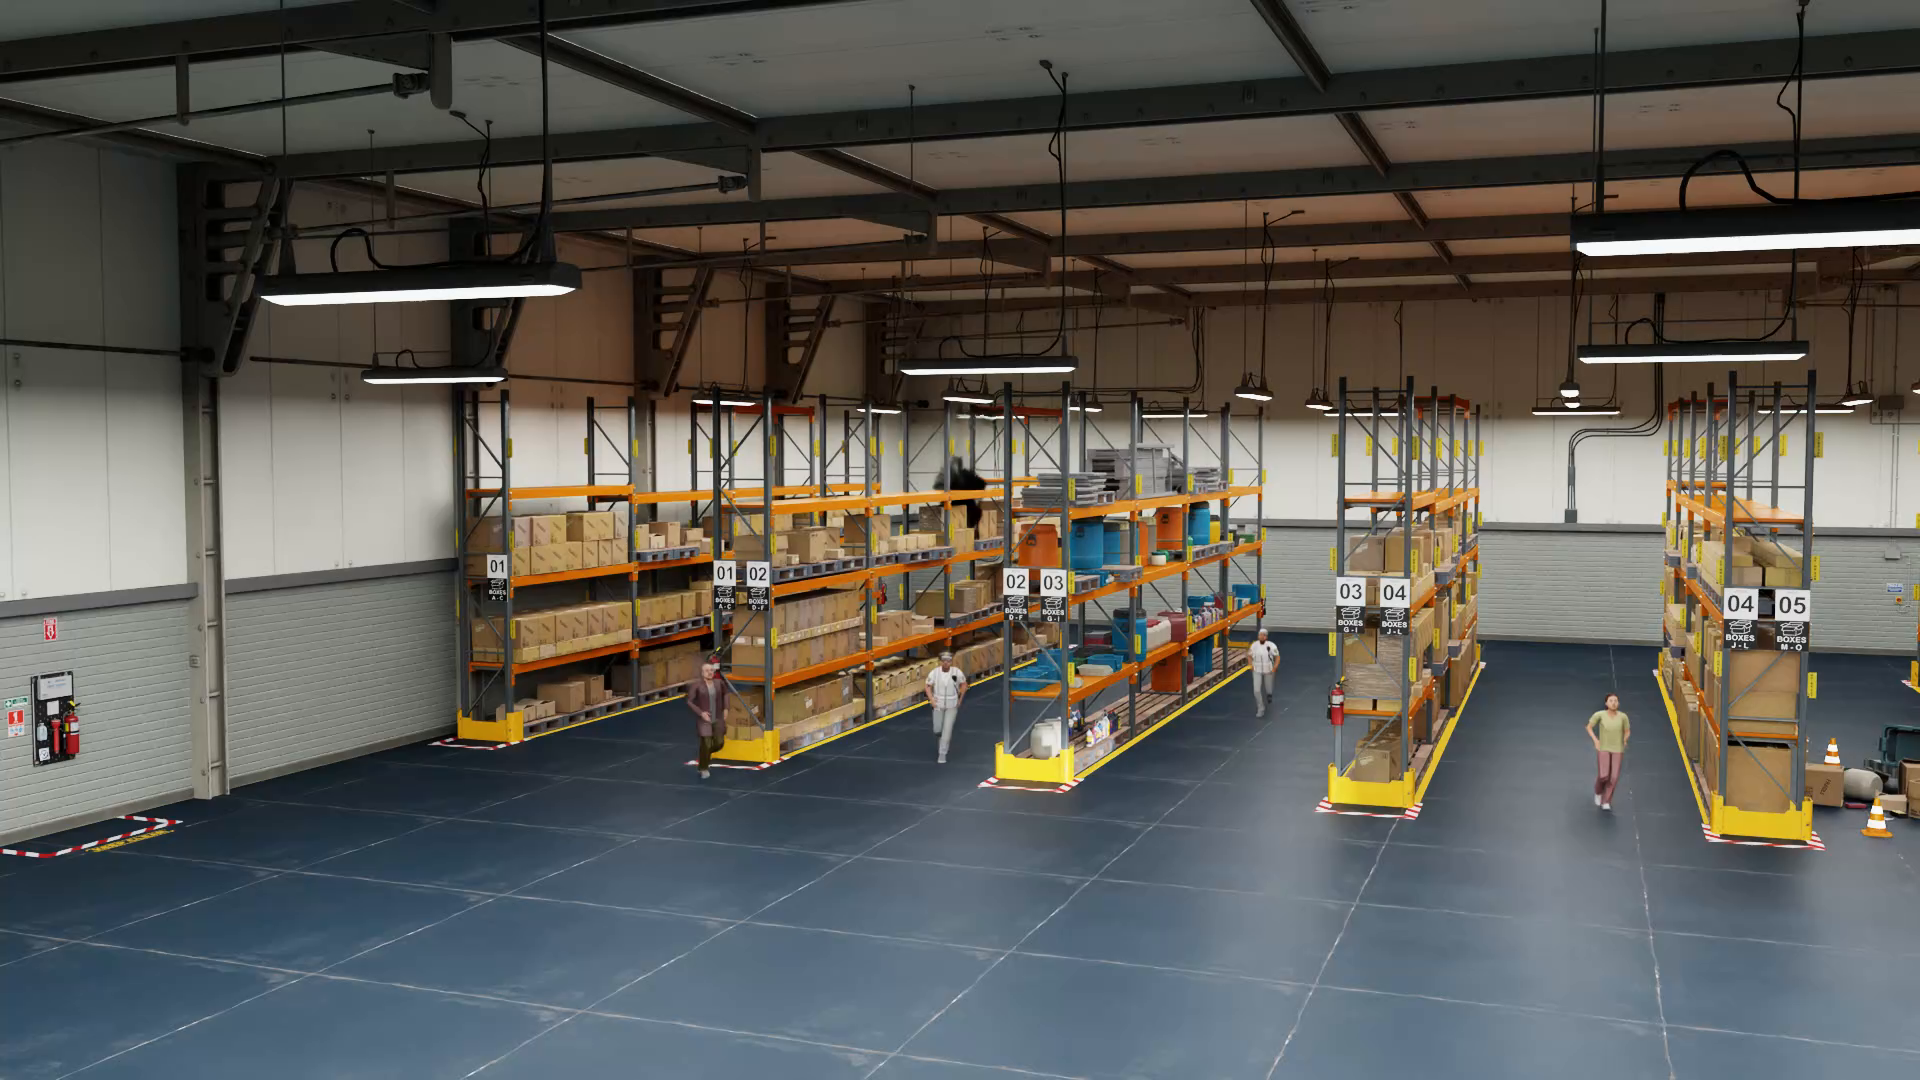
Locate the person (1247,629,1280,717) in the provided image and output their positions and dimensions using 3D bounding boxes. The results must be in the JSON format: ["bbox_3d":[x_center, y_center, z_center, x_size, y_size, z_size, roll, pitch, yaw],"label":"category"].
[{"bbox_3d":[5.706,2.487,31.308,0.620,1.632,0.708,1,3,14],"label":"person"}]

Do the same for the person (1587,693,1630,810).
[{"bbox_3d":[8.961,2.918,22.915,0.558,1.627,0.516,0,3,9],"label":"person"}]

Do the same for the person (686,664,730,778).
[{"bbox_3d":[-3.813,2.748,25.322,0.741,1.742,0.688,-2,4,-32],"label":"person"}]

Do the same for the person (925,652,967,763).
[{"bbox_3d":[-0.228,2.662,26.861,0.688,1.768,0.813,0,3,2],"label":"person"}]
